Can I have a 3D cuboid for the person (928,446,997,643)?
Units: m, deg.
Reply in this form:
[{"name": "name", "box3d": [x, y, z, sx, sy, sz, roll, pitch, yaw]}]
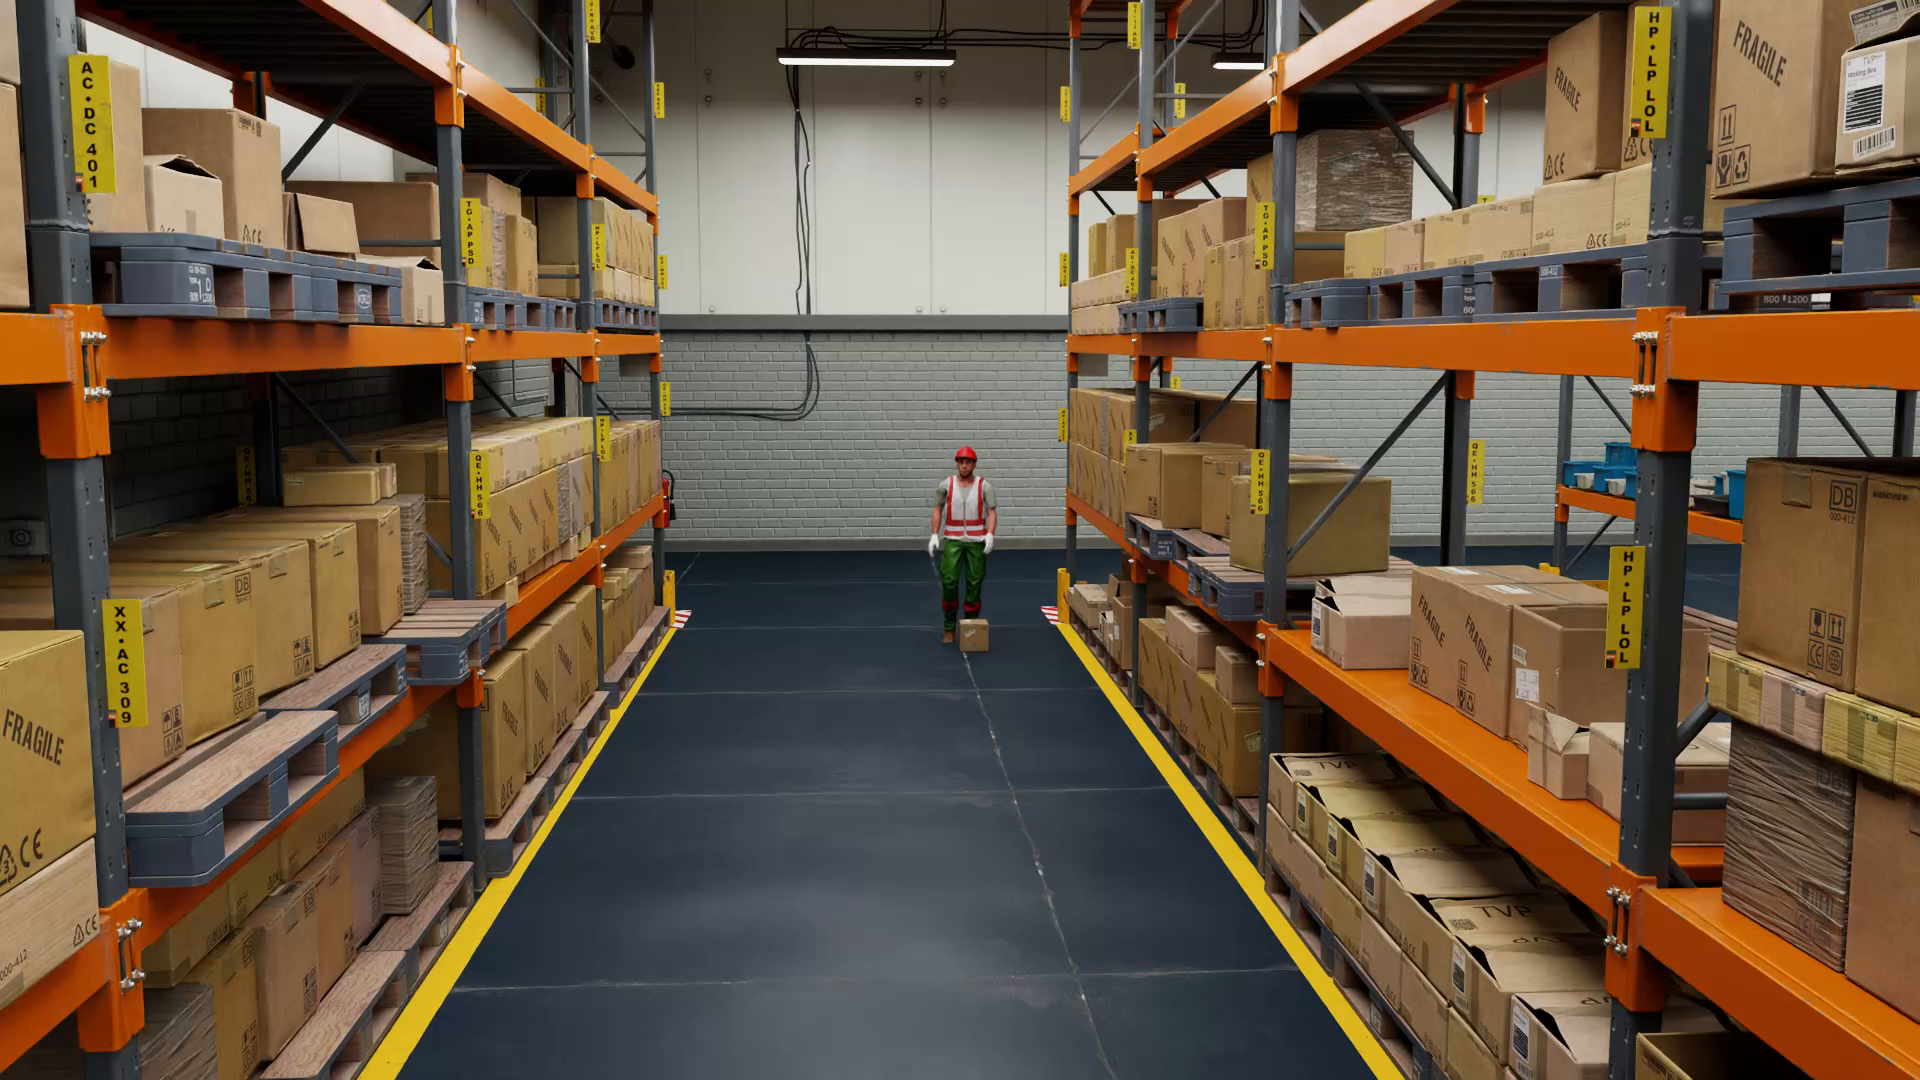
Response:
[{"name": "person", "box3d": [0.024, 0.064, 15.308, 0.635, 1.852, 0.462, 0, 7, -1]}]
